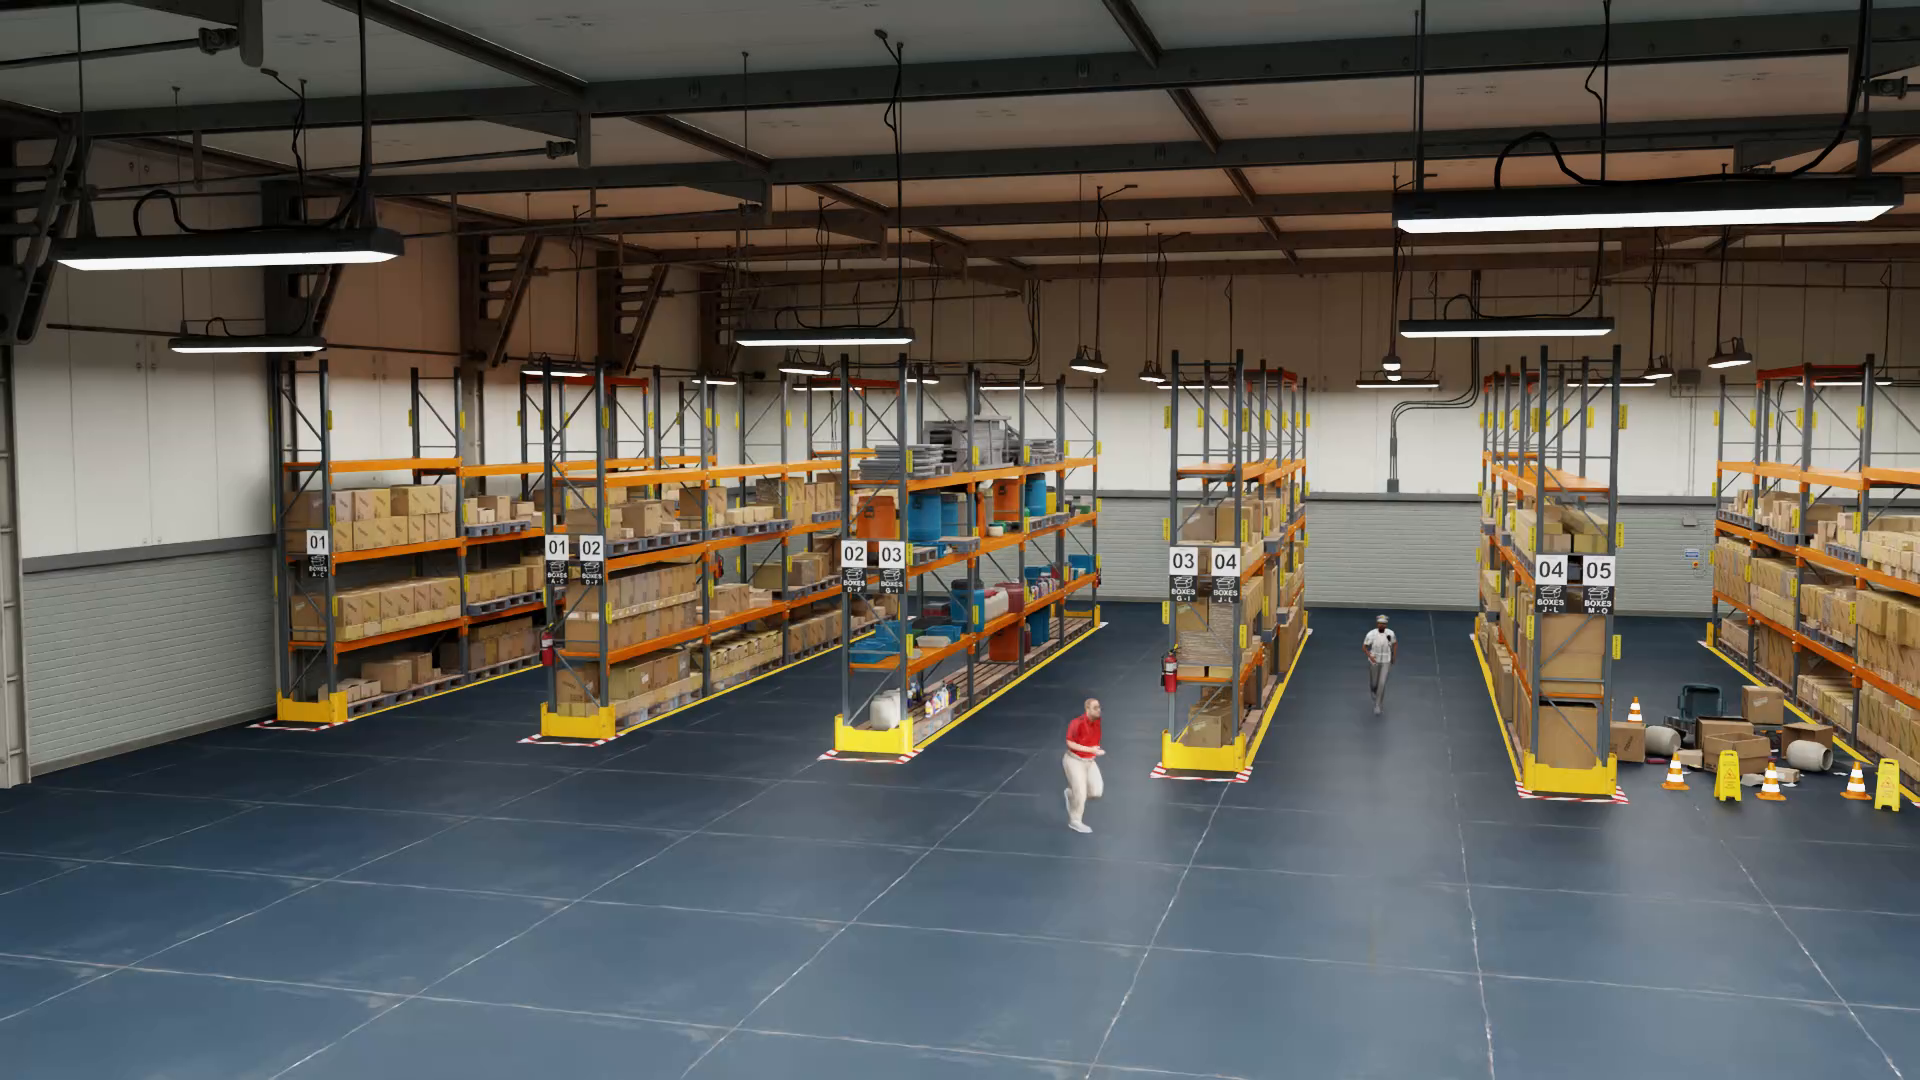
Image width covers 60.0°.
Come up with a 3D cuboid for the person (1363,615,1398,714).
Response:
[{"bbox_3d":[7.261,2.115,28.740,0.599,1.686,0.851,1,4,9],"label":"person"}]

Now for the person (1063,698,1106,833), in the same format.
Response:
[{"bbox_3d":[1.521,2.730,20.196,0.647,1.665,0.746,-3,5,-39],"label":"person"}]
